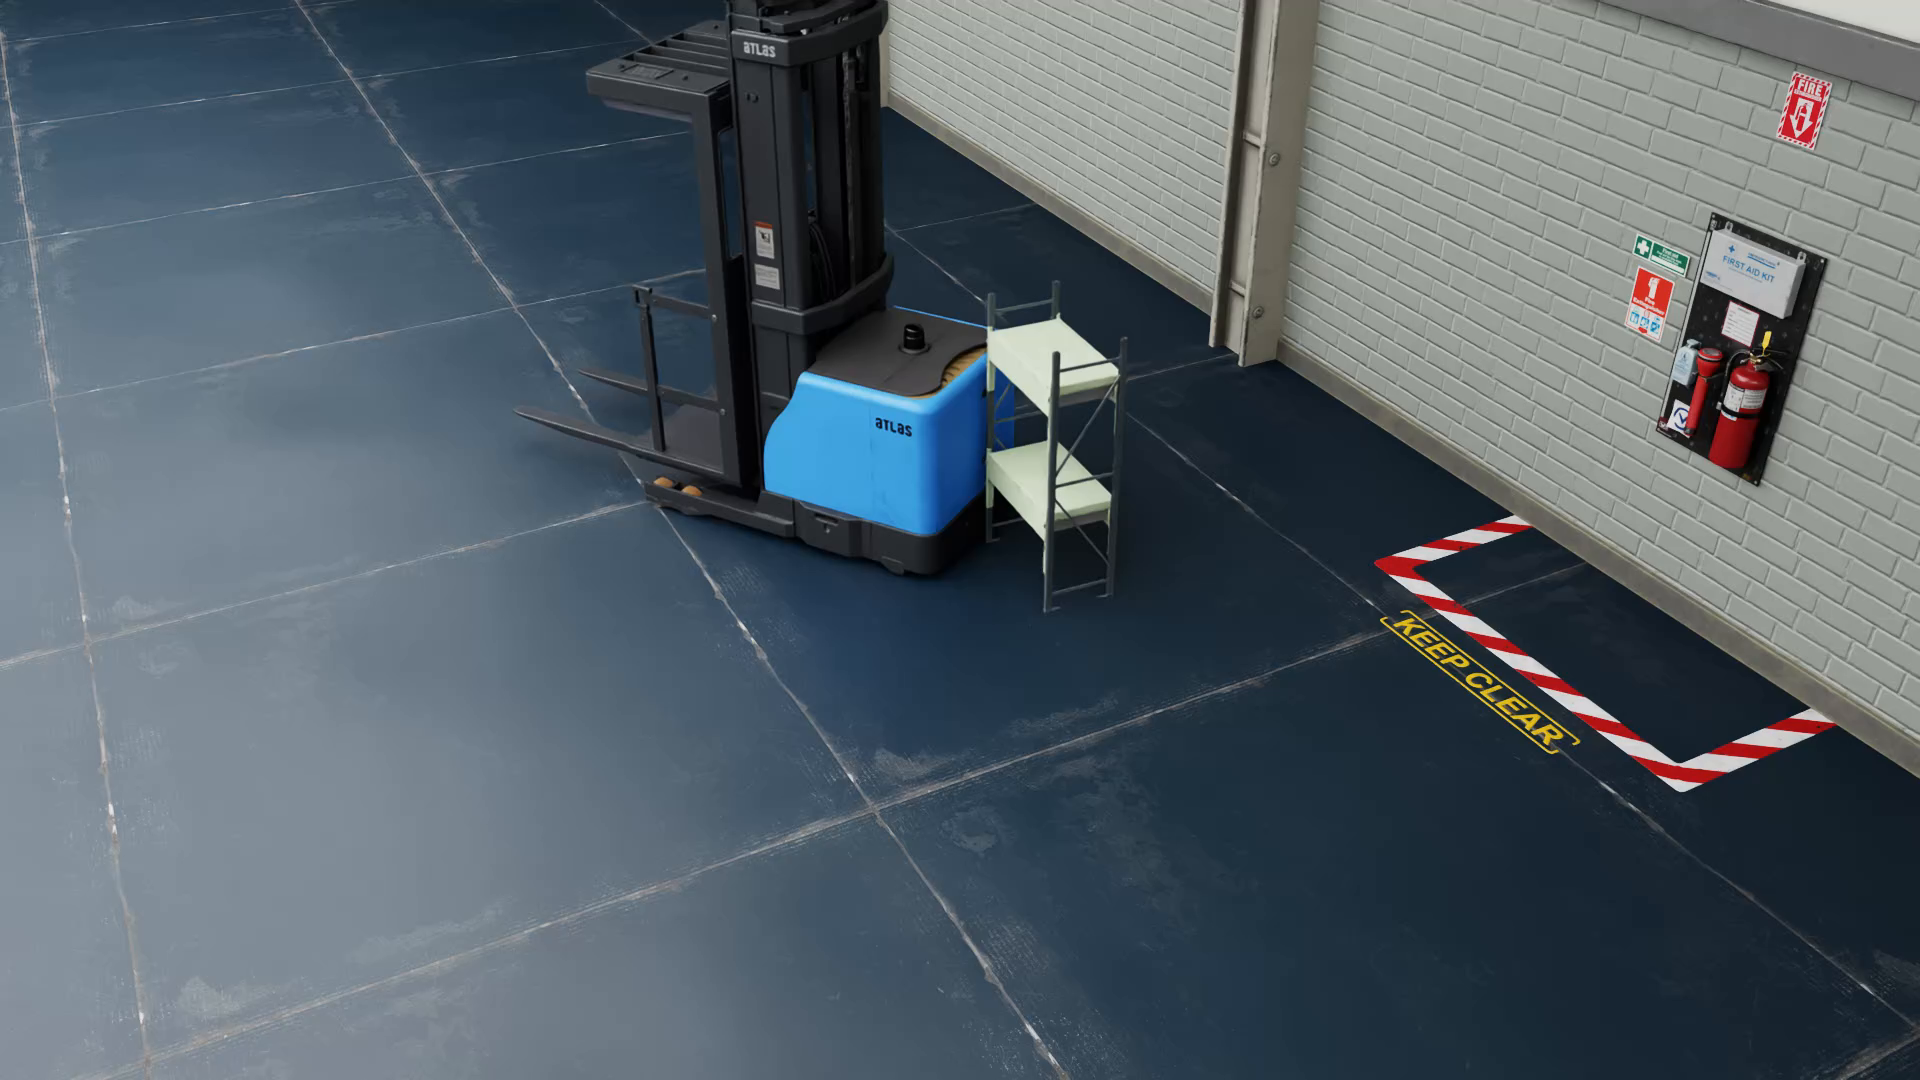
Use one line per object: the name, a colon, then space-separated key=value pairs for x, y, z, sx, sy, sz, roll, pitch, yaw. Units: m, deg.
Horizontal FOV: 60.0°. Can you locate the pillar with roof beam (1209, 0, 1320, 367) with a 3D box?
pillar with roof beam: x=-1.885 y=-3.989 z=7.152 sx=9.100 sy=9.000 sz=0.400 roll=-16 pitch=36 yaw=-23

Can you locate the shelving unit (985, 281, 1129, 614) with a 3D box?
shelving unit: x=0.476 y=-0.478 z=8.624 sx=0.431 sy=1.500 sz=0.755 roll=-13 pitch=35 yaw=-20

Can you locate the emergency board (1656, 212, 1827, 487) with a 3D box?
emergency board: x=3.602 y=-0.871 z=7.847 sx=0.194 sy=1.169 sz=0.643 roll=-16 pitch=36 yaw=-23

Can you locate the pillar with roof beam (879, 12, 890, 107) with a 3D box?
pillar with roof beam: x=-4.683 y=-6.852 z=11.622 sx=9.100 sy=9.000 sz=0.400 roll=-16 pitch=36 yaw=-23

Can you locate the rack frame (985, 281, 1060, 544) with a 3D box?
rack frame: x=0.327 y=-0.658 z=8.906 sx=0.400 sy=1.500 sz=0.023 roll=-13 pitch=35 yaw=-20

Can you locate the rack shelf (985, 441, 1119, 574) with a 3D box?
rack shelf: x=0.476 y=-0.203 z=8.800 sx=0.431 sy=0.370 sz=0.720 roll=-13 pitch=35 yaw=-20

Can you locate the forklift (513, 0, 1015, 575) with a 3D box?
forklift: x=-1.225 y=-1.606 z=9.058 sx=3.031 sy=2.935 sz=1.130 roll=16 pitch=36 yaw=23

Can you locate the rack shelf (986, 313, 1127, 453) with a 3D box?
rack shelf: x=0.476 y=-0.807 z=8.414 sx=0.431 sy=0.370 sz=0.720 roll=-13 pitch=35 yaw=-20

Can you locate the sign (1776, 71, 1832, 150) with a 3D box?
sign: x=3.687 y=-1.876 z=7.267 sx=0.001 sy=0.298 sz=0.199 roll=-16 pitch=36 yaw=-23

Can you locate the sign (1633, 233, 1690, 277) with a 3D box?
sign: x=3.430 y=-1.394 z=8.140 sx=0.001 sy=0.109 sz=0.331 roll=-16 pitch=36 yaw=-23

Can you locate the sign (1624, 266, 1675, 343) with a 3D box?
sign: x=3.436 y=-1.176 z=8.290 sx=0.001 sy=0.329 sz=0.234 roll=-16 pitch=36 yaw=-23

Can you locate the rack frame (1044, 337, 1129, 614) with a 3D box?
rack frame: x=0.624 y=-0.298 z=8.343 sx=0.400 sy=1.500 sz=0.023 roll=-13 pitch=35 yaw=-20

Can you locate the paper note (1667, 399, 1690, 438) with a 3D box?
paper note: x=3.581 y=-0.602 z=8.244 sx=0.016 sy=0.148 sz=0.142 roll=-16 pitch=36 yaw=-23
